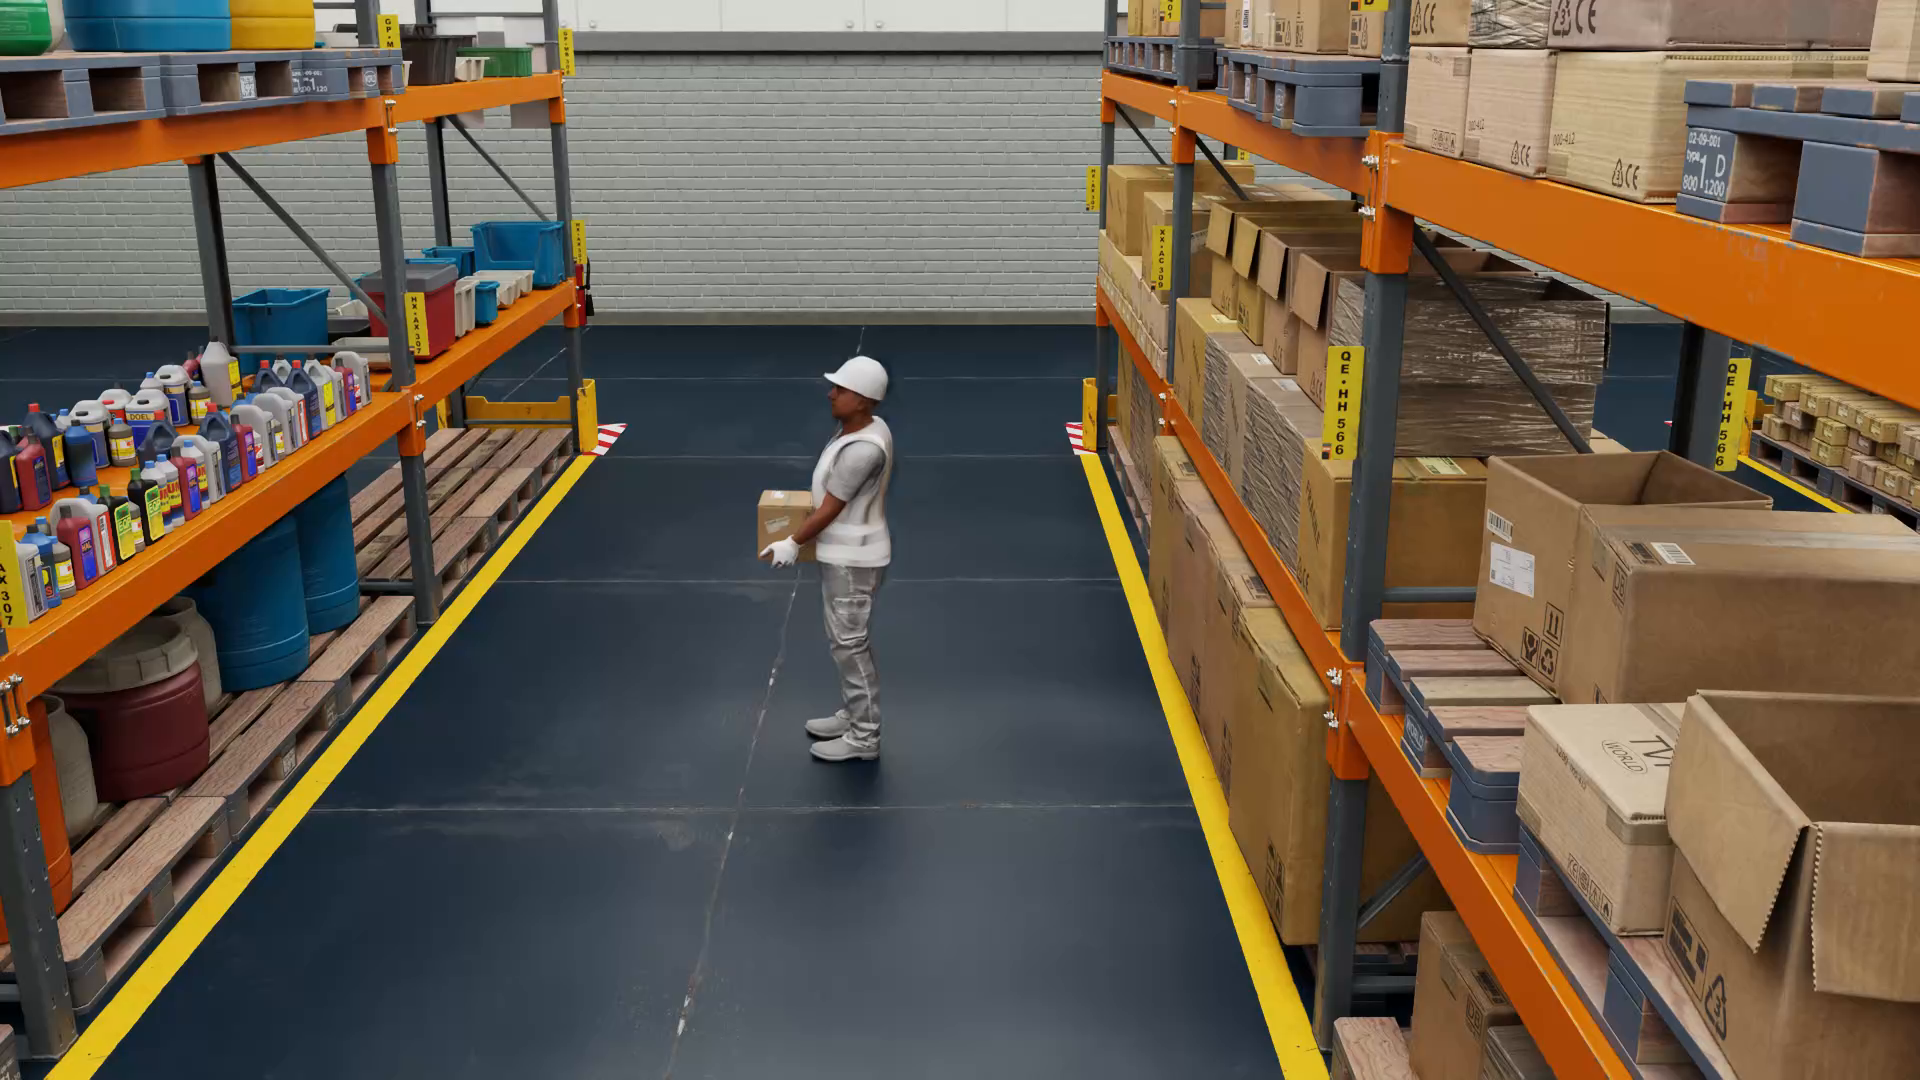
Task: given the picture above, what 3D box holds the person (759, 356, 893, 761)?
[{"bbox_3d":[-0.572,0.085,7.234,0.573,1.783,0.495,-1,17,-2],"label":"person"}]
